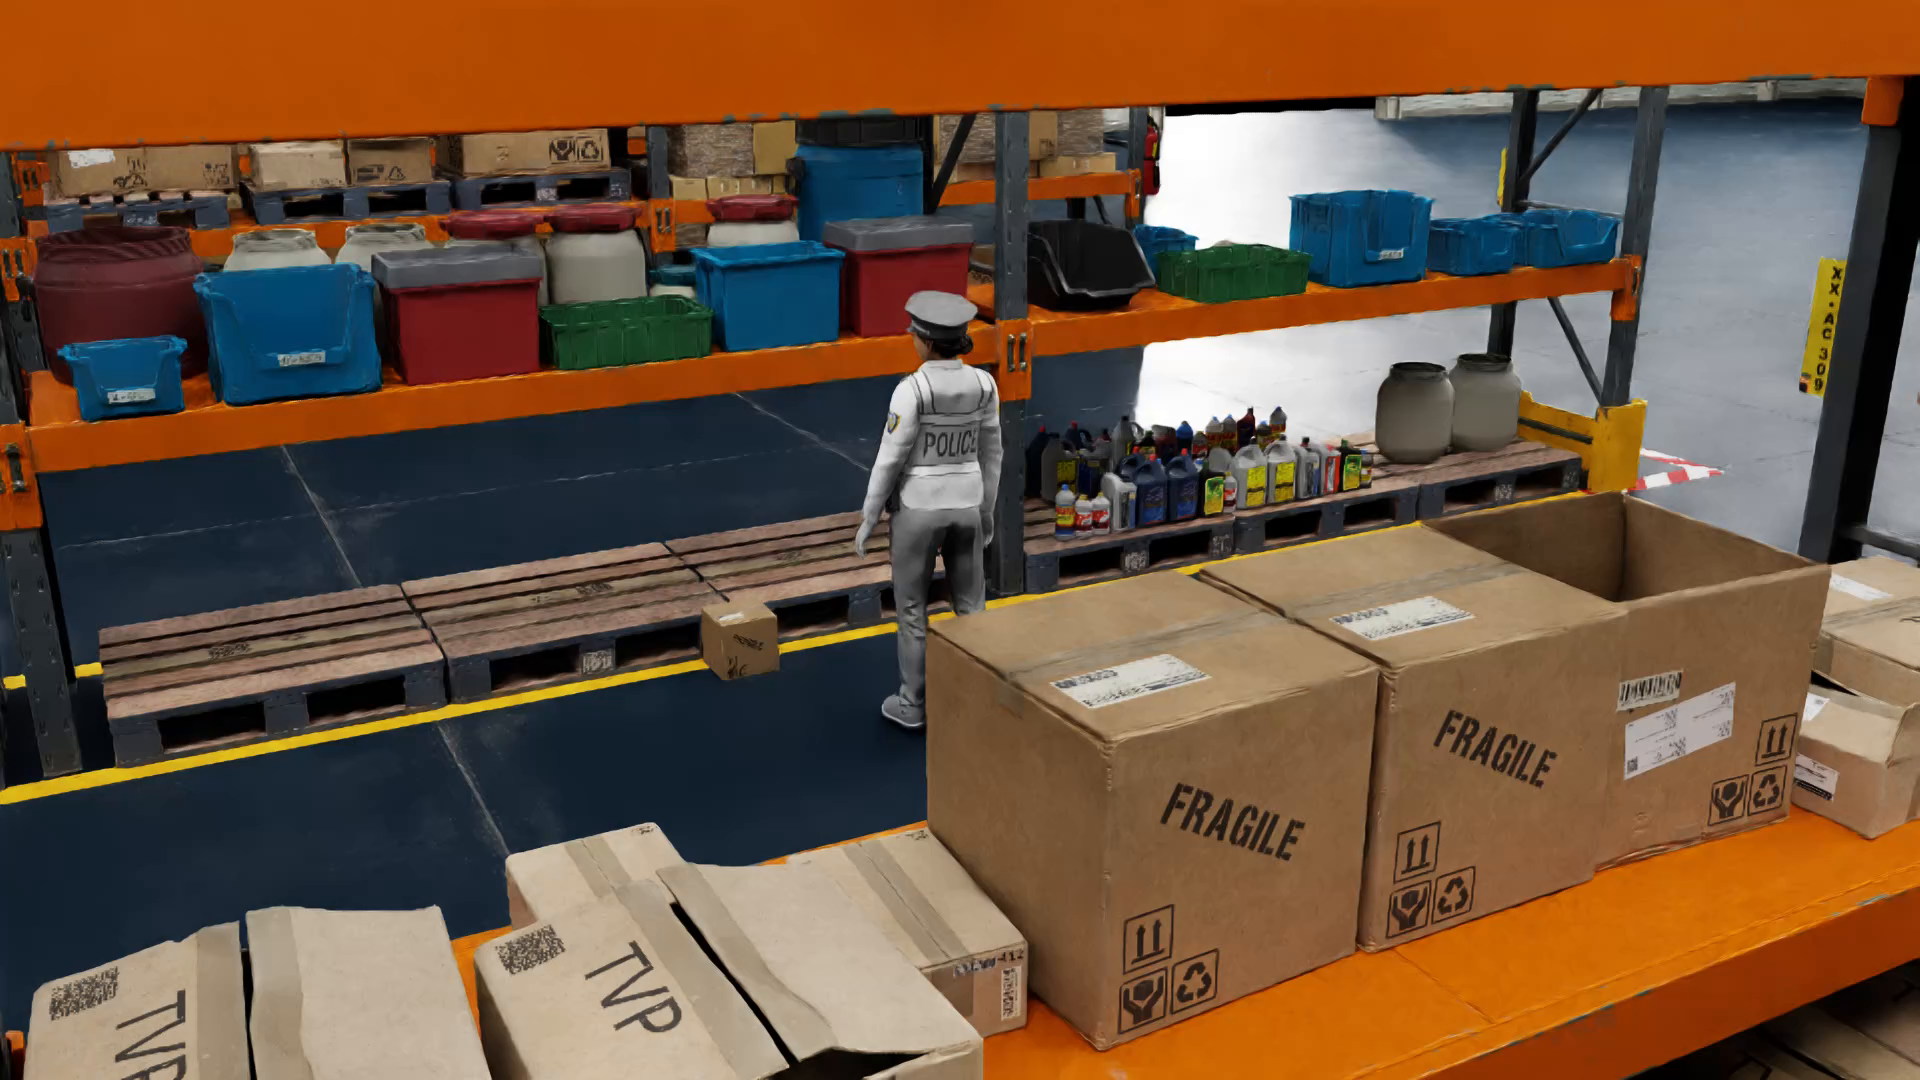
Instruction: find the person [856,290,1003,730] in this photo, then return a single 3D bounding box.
[{"bbox_3d":[-0.098,-0.087,6.239,0.603,1.683,0.423,-11,21,-29],"label":"person"}]
